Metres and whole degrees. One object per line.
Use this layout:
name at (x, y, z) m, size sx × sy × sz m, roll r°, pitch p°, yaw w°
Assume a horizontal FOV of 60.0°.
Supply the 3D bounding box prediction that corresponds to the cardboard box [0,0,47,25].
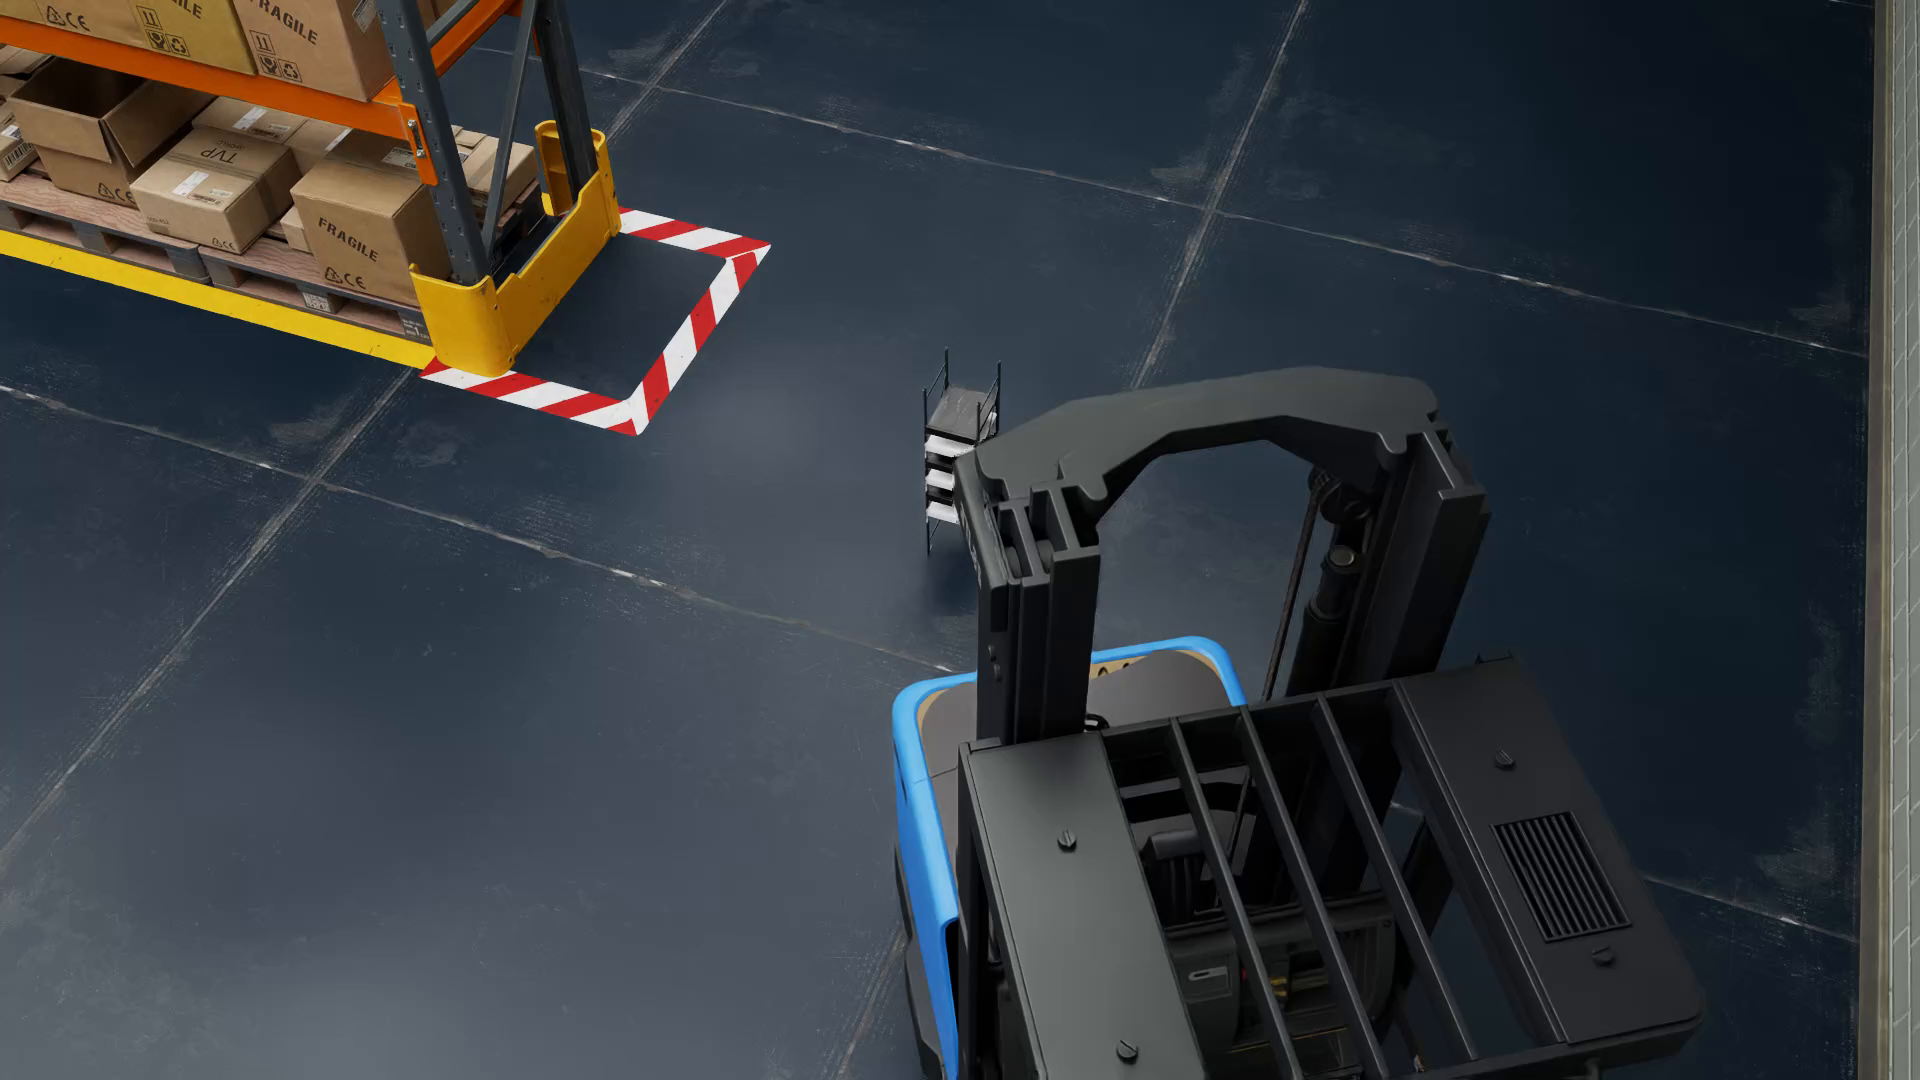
cardboard box at (-3.823, -2.470, 6.706) m, size 0.500 × 0.500 × 0.500 m, roll 15°, pitch 51°, yaw 13°

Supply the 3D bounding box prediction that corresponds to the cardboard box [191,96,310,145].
cardboard box at (-3.232, -1.962, 7.860) m, size 0.500 × 0.250 × 0.500 m, roll 16°, pitch 51°, yaw 13°

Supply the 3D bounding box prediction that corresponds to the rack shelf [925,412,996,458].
rack shelf at (0.008, -0.389, 6.164) m, size 0.200 × 0.077 × 0.258 m, roll 16°, pitch 51°, yaw 13°

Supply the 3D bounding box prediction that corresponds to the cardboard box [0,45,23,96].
cardboard box at (-4.629, -2.367, 8.278) m, size 0.250 × 0.149 × 0.380 m, roll 16°, pitch 51°, yaw 13°

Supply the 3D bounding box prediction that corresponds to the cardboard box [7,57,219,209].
cardboard box at (-3.870, -1.998, 7.725) m, size 0.637 × 0.503 × 0.797 m, roll 16°, pitch 51°, yaw 13°

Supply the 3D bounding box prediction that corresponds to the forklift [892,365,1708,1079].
forklift at (0.588, 1.184, 3.651) m, size 1.130 × 2.935 × 3.031 m, roll -9°, pitch 50°, yaw -8°

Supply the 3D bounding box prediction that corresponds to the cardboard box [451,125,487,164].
cardboard box at (-2.390, -1.748, 7.730) m, size 0.250 × 0.166 × 0.380 m, roll 16°, pitch 51°, yaw 13°

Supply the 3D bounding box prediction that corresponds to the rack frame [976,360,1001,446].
rack frame at (0.103, -0.266, 6.252) m, size 0.006 × 0.900 × 0.240 m, roll 16°, pitch 51°, yaw 13°

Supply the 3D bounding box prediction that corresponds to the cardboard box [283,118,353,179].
cardboard box at (-2.763, -1.831, 7.747) m, size 0.500 × 0.250 × 0.500 m, roll 16°, pitch 51°, yaw 13°

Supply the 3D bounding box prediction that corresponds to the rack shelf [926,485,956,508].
rack shelf at (0.008, -0.212, 6.368) m, size 0.200 × 0.077 × 0.258 m, roll 16°, pitch 51°, yaw 13°

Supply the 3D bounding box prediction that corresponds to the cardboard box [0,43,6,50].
cardboard box at (-5.001, -2.538, 8.194) m, size 0.500 × 0.500 × 0.500 m, roll 16°, pitch 51°, yaw 13°

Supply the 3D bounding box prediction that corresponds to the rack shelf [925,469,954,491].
rack shelf at (0.008, -0.271, 6.300) m, size 0.200 × 0.077 × 0.258 m, roll 16°, pitch 51°, yaw 13°

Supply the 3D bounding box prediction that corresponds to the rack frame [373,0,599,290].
rack frame at (-1.882, -2.113, 6.463) m, size 0.127 × 3.000 × 1.000 m, roll 16°, pitch 51°, yaw 13°

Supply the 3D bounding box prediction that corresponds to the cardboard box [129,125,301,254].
cardboard box at (-3.358, -1.594, 7.542) m, size 0.500 × 0.250 × 0.500 m, roll 16°, pitch 51°, yaw 13°

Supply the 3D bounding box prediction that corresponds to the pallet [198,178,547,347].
pallet at (-2.701, -1.427, 7.714) m, size 1.213 × 0.211 × 1.003 m, roll 16°, pitch 51°, yaw 13°

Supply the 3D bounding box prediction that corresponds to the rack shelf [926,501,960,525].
rack shelf at (0.008, -0.153, 6.436) m, size 0.200 × 0.077 × 0.258 m, roll 16°, pitch 51°, yaw 13°

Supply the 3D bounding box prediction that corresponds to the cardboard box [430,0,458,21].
cardboard box at (-2.207, -2.449, 6.688) m, size 0.500 × 0.500 × 0.500 m, roll 17°, pitch 51°, yaw 14°

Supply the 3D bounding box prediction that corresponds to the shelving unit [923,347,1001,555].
shelving unit at (0.008, -0.293, 6.275) m, size 0.210 × 0.900 × 0.258 m, roll 16°, pitch 51°, yaw 13°

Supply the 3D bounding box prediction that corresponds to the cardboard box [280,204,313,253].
cardboard box at (-2.826, -1.467, 7.487) m, size 0.250 × 0.166 × 0.380 m, roll 16°, pitch 51°, yaw 13°

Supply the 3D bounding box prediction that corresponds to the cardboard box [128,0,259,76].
cardboard box at (-2.884, -2.203, 6.475) m, size 0.500 × 0.500 × 0.500 m, roll 16°, pitch 51°, yaw 13°

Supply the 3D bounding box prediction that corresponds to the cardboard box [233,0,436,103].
cardboard box at (-2.396, -2.070, 6.359) m, size 0.500 × 0.500 × 0.500 m, roll 17°, pitch 51°, yaw 14°

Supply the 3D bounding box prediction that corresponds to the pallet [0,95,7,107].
pallet at (-4.990, -2.066, 8.268) m, size 1.213 × 0.211 × 1.003 m, roll 16°, pitch 51°, yaw 13°

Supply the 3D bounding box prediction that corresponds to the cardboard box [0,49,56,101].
cardboard box at (-4.298, -2.279, 8.095) m, size 0.500 × 0.311 × 0.500 m, roll 16°, pitch 51°, yaw 13°

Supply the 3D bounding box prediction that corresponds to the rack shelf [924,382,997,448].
rack shelf at (0.008, -0.448, 6.096) m, size 0.200 × 0.077 × 0.258 m, roll 16°, pitch 51°, yaw 13°

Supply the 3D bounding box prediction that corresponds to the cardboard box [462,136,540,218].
cardboard box at (-2.156, -1.677, 7.680) m, size 0.250 × 0.149 × 0.380 m, roll 16°, pitch 51°, yaw 13°

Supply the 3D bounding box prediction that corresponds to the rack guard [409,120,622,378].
rack guard at (-1.953, -1.314, 7.425) m, size 0.348 × 0.500 × 1.175 m, roll 16°, pitch 51°, yaw 13°

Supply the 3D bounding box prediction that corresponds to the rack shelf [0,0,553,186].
rack shelf at (-3.758, -2.401, 7.189) m, size 4.000 × 0.370 × 1.077 m, roll 16°, pitch 51°, yaw 13°

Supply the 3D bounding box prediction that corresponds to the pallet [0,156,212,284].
pallet at (-3.842, -1.748, 7.992) m, size 1.213 × 0.211 × 1.003 m, roll 16°, pitch 51°, yaw 13°

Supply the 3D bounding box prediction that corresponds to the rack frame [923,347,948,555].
rack frame at (-0.088, -0.319, 6.298) m, size 0.006 × 0.900 × 0.240 m, roll 16°, pitch 51°, yaw 13°

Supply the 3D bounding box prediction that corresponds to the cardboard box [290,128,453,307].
cardboard box at (-2.477, -1.406, 7.213) m, size 0.500 × 0.500 × 0.500 m, roll 16°, pitch 51°, yaw 13°

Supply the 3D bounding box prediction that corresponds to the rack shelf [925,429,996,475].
rack shelf at (0.008, -0.330, 6.232) m, size 0.200 × 0.077 × 0.258 m, roll 16°, pitch 51°, yaw 13°

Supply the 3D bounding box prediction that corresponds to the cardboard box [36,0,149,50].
cardboard box at (-3.350, -2.338, 6.592) m, size 0.500 × 0.500 × 0.500 m, roll 16°, pitch 51°, yaw 13°

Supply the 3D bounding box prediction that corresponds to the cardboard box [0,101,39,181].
cardboard box at (-4.500, -1.894, 7.857) m, size 0.250 × 0.166 × 0.380 m, roll 16°, pitch 51°, yaw 13°
